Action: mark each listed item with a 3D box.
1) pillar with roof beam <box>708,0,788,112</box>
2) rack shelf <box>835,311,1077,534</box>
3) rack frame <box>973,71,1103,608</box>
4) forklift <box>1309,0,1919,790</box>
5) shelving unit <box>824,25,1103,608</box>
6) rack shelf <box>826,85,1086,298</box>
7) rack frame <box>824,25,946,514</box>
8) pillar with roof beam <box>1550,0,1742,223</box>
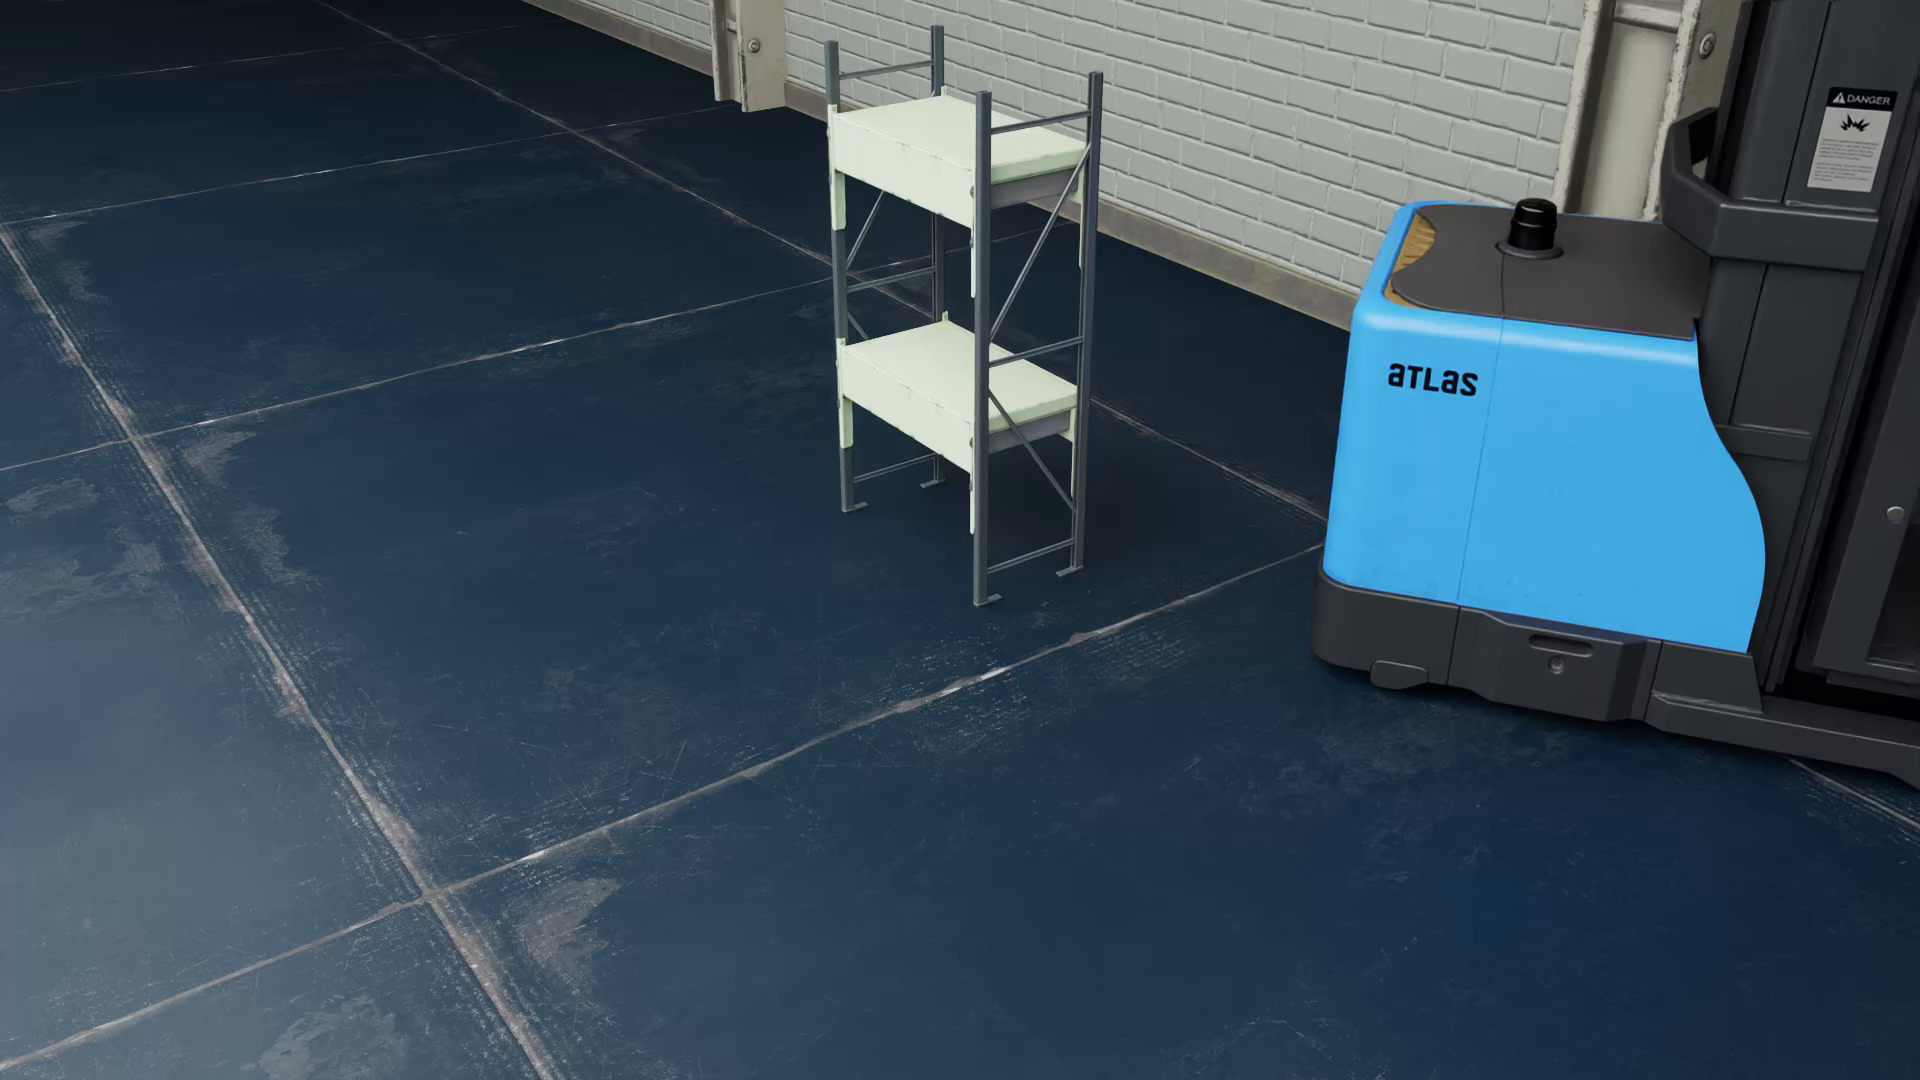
[{"bbox_3d":[-4.780,-5.446,5.848,9.100,9.000,0.400,-19,34,-31],"label":"pillar with roof beam"},{"bbox_3d":[-0.004,-0.375,5.052,0.431,0.370,0.720,-19,34,-31],"label":"rack shelf"},{"bbox_3d":[0.208,-0.519,4.635,0.400,1.500,0.023,-19,34,-31],"label":"rack frame"},{"bbox_3d":[2.531,-0.891,3.820,3.031,2.935,1.130,10,30,17],"label":"forklift"},{"bbox_3d":[-0.004,-0.662,4.897,0.431,1.500,0.755,-19,34,-31],"label":"shelving unit"},{"bbox_3d":[-0.004,-1.005,4.711,0.431,0.370,0.720,-19,34,-31],"label":"rack shelf"},{"bbox_3d":[-0.216,-0.804,5.159,0.400,1.500,0.023,-19,34,-31],"label":"rack frame"},{"bbox_3d":[-1.300,-3.113,1.553,9.100,9.000,0.400,-19,34,-31],"label":"pillar with roof beam"}]
